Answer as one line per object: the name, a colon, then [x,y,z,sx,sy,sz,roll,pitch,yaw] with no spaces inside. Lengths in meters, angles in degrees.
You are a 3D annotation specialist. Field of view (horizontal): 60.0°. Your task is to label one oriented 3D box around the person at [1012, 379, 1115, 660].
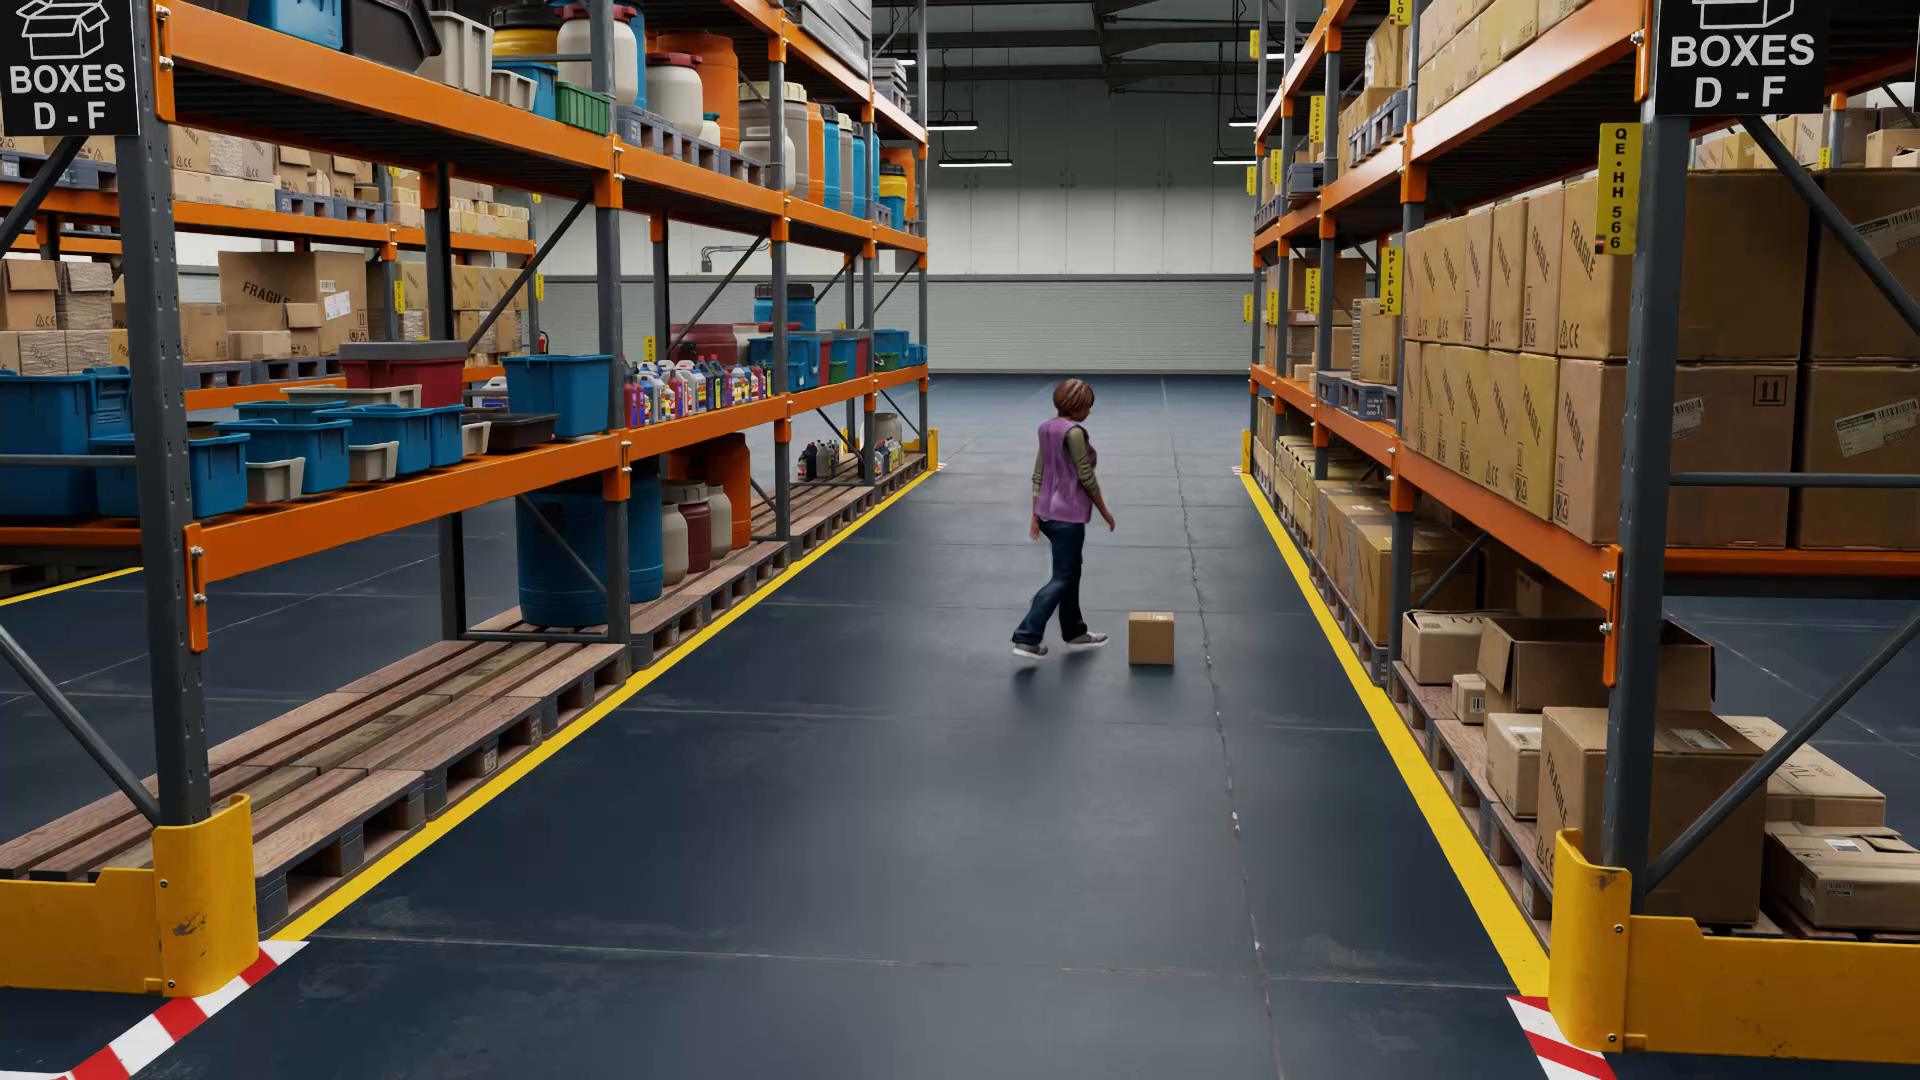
person: [0.579,-0.114,9.236,0.750,1.543,0.462,-3,8,-21]
